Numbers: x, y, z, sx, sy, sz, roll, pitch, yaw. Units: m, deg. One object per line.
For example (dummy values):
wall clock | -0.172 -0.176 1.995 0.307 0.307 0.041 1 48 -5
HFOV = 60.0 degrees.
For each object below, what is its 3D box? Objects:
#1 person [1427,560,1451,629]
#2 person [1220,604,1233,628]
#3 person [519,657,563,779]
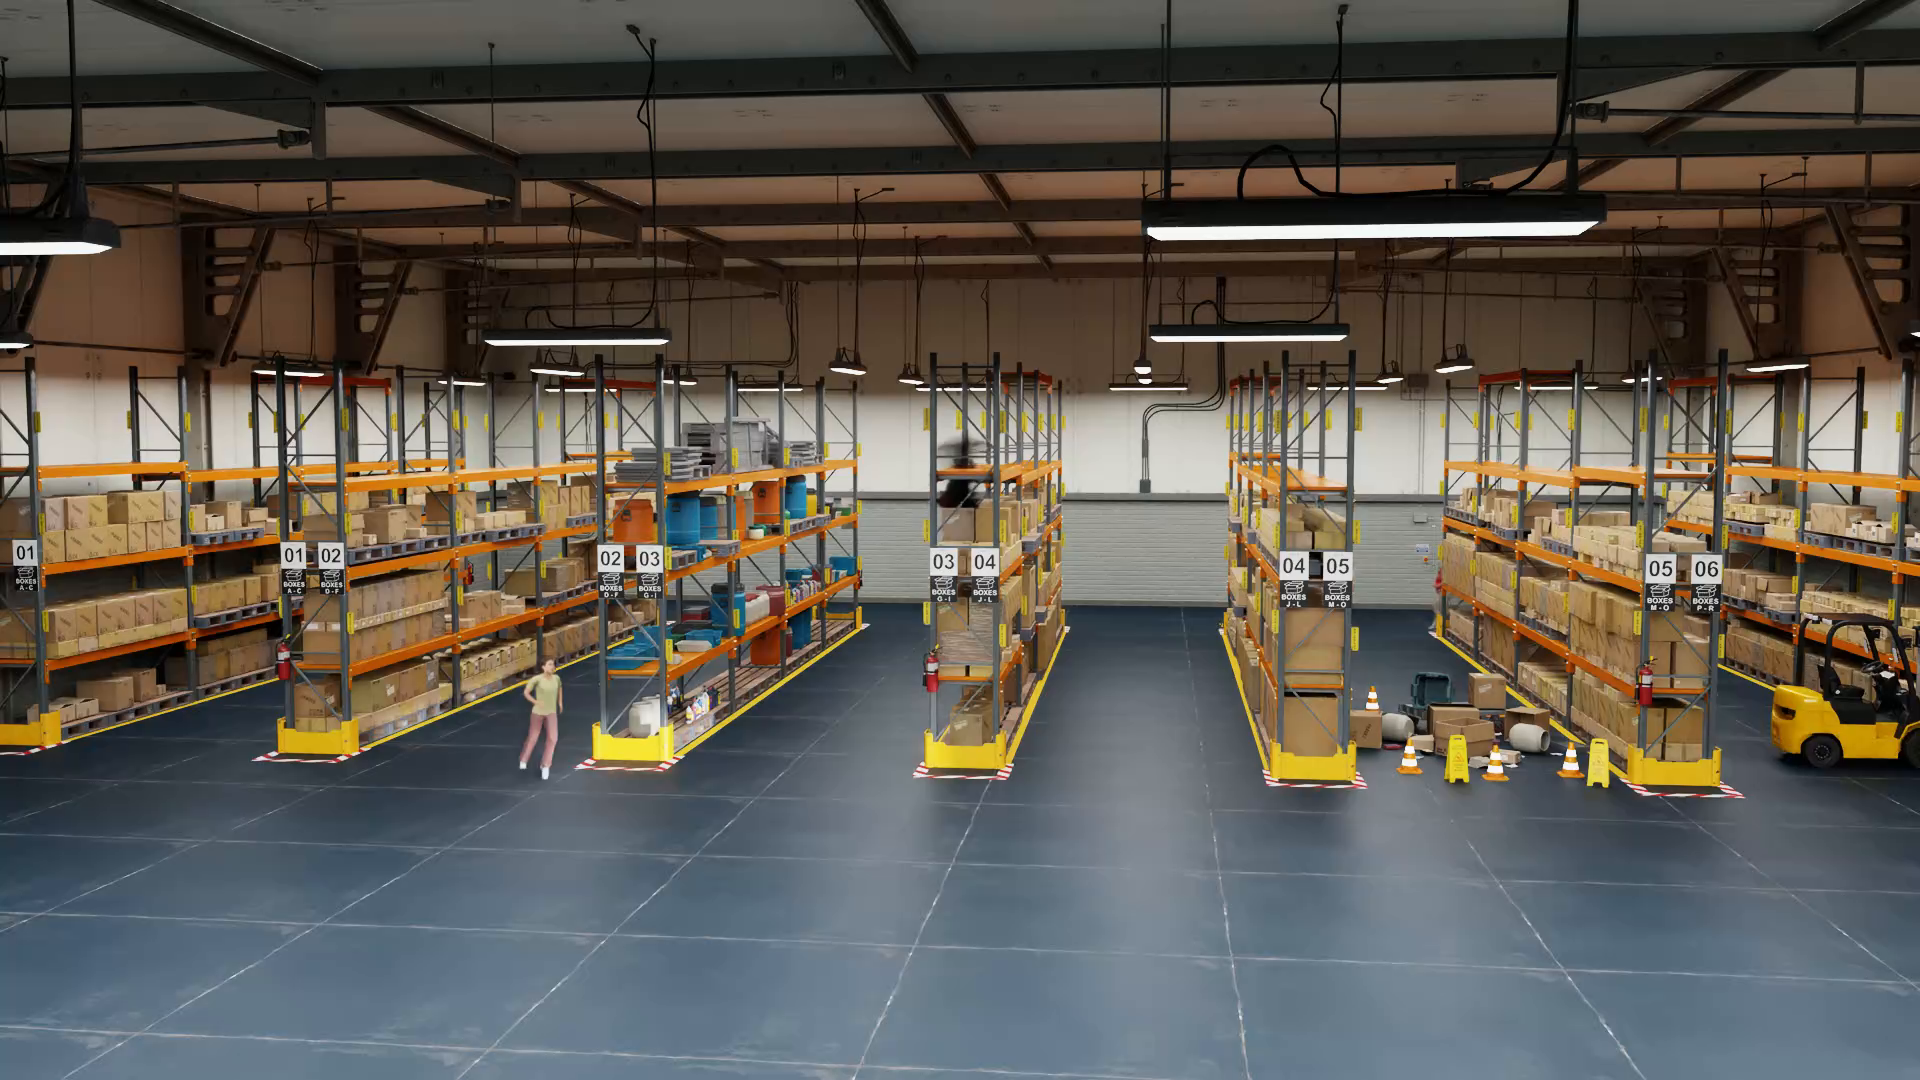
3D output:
person | 11.698 1.339 40.122 0.878 1.718 0.701 2 4 25
person | 6.857 1.328 40.708 1.086 1.652 0.577 -1 4 -10
person | -5.926 2.503 23.733 0.646 1.687 0.767 -3 5 -33
